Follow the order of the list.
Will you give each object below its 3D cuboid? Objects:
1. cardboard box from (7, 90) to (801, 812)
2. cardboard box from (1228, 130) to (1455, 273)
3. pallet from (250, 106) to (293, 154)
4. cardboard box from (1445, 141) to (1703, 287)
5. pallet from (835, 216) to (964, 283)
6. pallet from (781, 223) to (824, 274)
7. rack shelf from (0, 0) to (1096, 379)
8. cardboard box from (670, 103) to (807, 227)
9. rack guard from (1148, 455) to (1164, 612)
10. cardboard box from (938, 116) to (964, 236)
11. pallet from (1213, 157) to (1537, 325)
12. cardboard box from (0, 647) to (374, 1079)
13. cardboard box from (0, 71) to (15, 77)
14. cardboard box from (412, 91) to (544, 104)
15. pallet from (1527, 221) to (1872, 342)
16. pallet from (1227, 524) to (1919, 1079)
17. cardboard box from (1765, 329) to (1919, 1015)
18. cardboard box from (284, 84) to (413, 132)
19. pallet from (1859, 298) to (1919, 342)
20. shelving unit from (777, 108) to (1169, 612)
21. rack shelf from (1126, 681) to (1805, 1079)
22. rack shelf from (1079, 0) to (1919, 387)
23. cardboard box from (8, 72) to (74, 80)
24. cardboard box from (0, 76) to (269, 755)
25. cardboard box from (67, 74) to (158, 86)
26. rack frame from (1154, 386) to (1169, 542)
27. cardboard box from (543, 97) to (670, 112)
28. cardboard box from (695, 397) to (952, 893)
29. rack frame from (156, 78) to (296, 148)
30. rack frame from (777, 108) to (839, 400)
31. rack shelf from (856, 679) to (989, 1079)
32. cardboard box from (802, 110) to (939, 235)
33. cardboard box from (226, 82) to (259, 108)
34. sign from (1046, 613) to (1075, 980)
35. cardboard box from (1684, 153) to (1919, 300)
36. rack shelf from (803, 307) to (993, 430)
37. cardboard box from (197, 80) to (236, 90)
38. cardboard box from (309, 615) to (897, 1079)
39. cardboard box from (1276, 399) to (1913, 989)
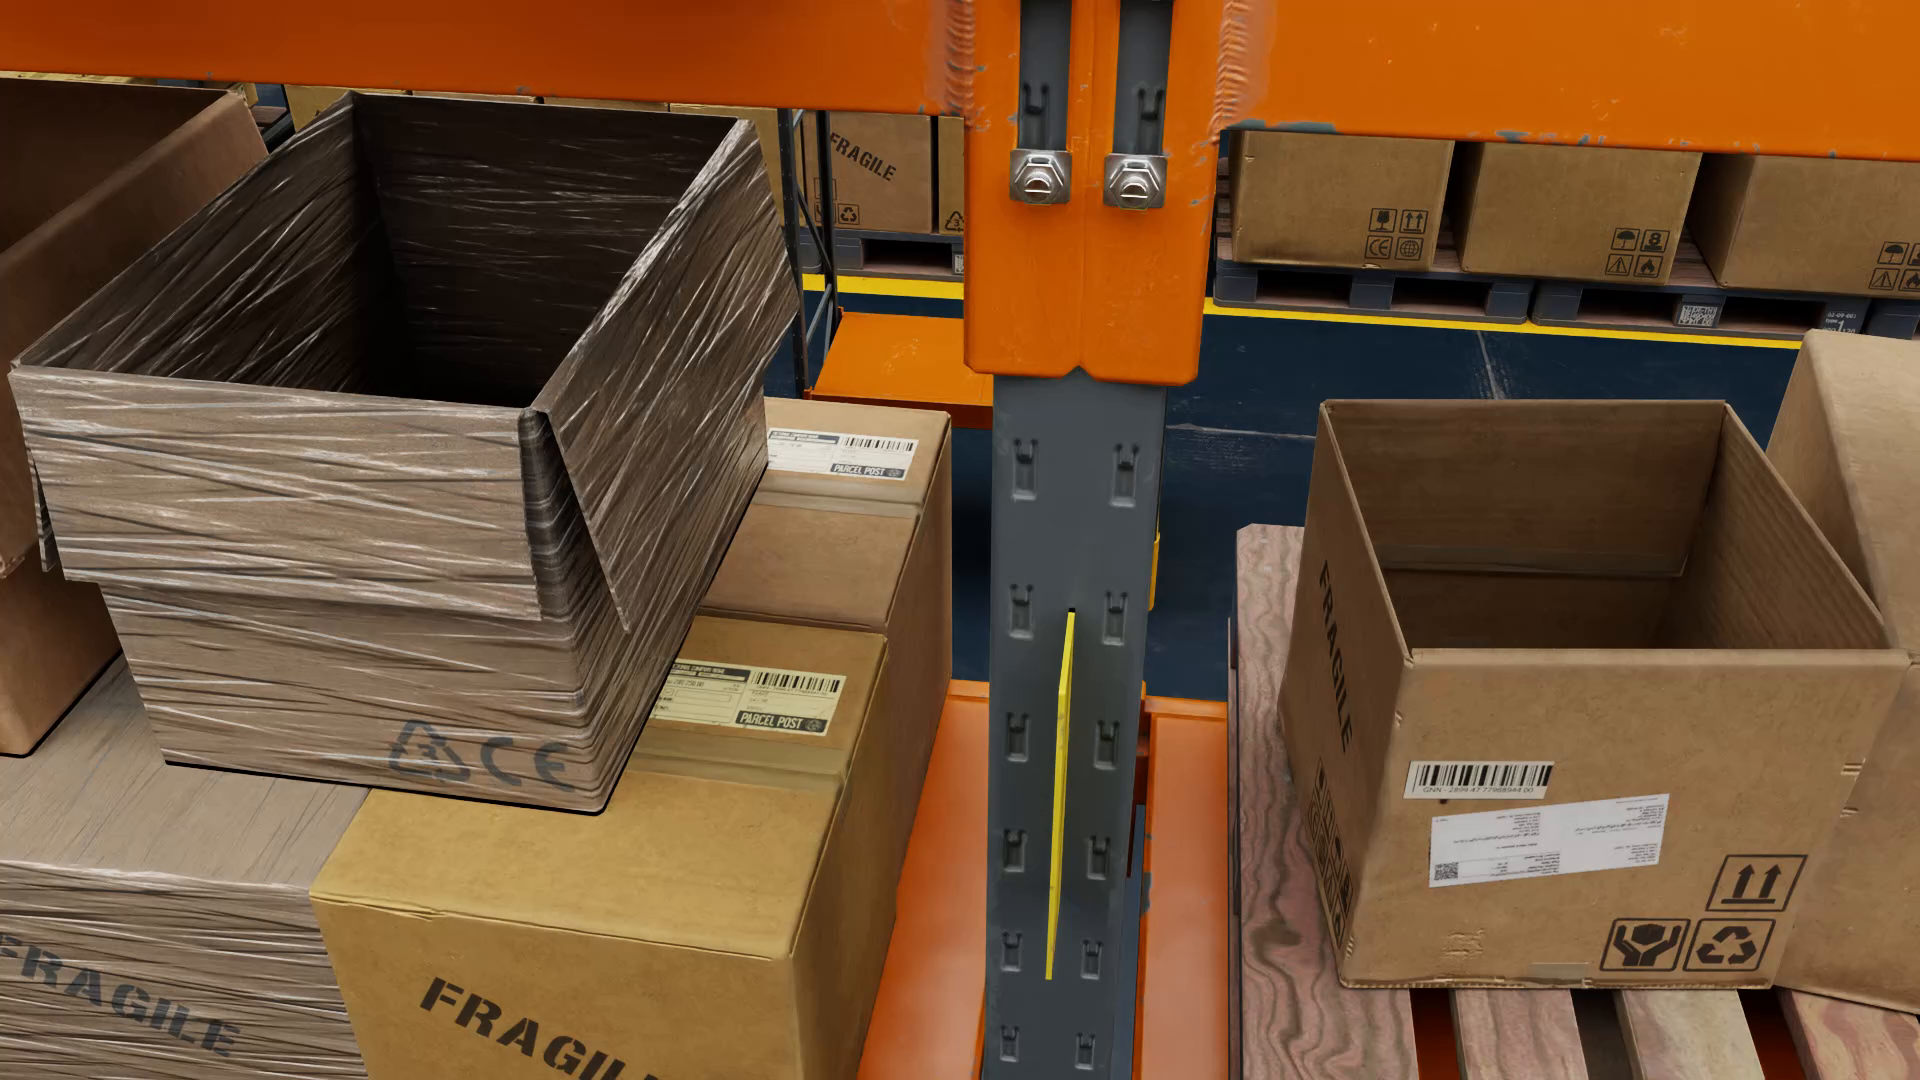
[{"bbox_3d":[-0.574,-0.145,1.921,0.637,0.503,0.797,5,36,8],"label":"cardboard box"},{"bbox_3d":[1.474,-1.641,6.542,0.750,0.750,1.050,4,36,5],"label":"cardboard box"},{"bbox_3d":[-3.757,-1.673,7.412,1.213,0.211,1.003,4,36,6],"label":"pallet"},{"bbox_3d":[2.342,-1.578,6.454,0.750,0.750,1.050,5,36,7],"label":"cardboard box"},{"bbox_3d":[0.107,-1.406,7.039,1.213,0.211,1.003,4,36,6],"label":"pallet"},{"bbox_3d":[-1.100,-1.498,7.167,1.213,0.211,1.003,4,36,6],"label":"pallet"},{"bbox_3d":[-1.834,-0.708,1.697,4.000,0.370,1.077,4,36,6],"label":"rack shelf"},{"bbox_3d":[-0.846,-1.604,6.706,0.500,0.500,0.500,3,36,4],"label":"cardboard box"},{"bbox_3d":[0.570,-0.059,5.118,0.087,0.250,0.587,4,36,6],"label":"rack guard"},{"bbox_3d":[0.195,-1.534,6.608,0.500,0.500,0.500,4,36,6],"label":"cardboard box"},{"bbox_3d":[1.654,-1.246,6.814,1.213,0.211,1.003,4,36,6],"label":"pallet"},{"bbox_3d":[-0.865,0.393,2.031,0.500,0.500,0.500,4,36,6],"label":"cardboard box"},{"bbox_3d":[-3.978,-1.918,6.936,0.250,0.149,0.380,4,36,6],"label":"cardboard box"},{"bbox_3d":[-1.862,-1.686,6.821,0.500,0.500,0.500,6,36,8],"label":"cardboard box"},{"bbox_3d":[2.860,-1.154,6.685,1.213,0.211,1.003,4,36,6],"label":"pallet"},{"bbox_3d":[0.870,0.437,2.220,1.003,0.211,1.213,4,36,6],"label":"pallet"},{"bbox_3d":[1.257,0.157,2.001,0.500,0.500,0.700,9,37,13],"label":"cardboard box"},{"bbox_3d":[-2.387,-1.724,6.874,0.500,0.500,0.500,6,36,8],"label":"cardboard box"},{"bbox_3d":[4.074,-1.065,6.561,1.213,0.211,1.003,4,36,6],"label":"pallet"},{"bbox_3d":[0.076,-0.605,4.806,1.083,1.500,0.587,4,36,6],"label":"shelving unit"},{"bbox_3d":[2.133,0.809,2.154,4.000,0.370,1.077,4,36,6],"label":"rack shelf"},{"bbox_3d":[2.133,-0.412,1.283,4.000,0.370,1.077,4,36,6],"label":"rack shelf"},{"bbox_3d":[-3.731,-1.904,6.916,0.250,0.149,0.380,5,36,7],"label":"cardboard box"},{"bbox_3d":[-1.220,-0.194,1.991,0.637,0.503,0.797,5,36,7],"label":"cardboard box"},{"bbox_3d":[-3.472,-1.908,6.921,0.250,0.149,0.380,5,36,7],"label":"cardboard box"},{"bbox_3d":[0.589,-0.567,4.753,0.032,1.500,0.500,4,36,6],"label":"rack frame"},{"bbox_3d":[-1.341,-1.655,6.778,0.500,0.500,0.500,5,36,7],"label":"cardboard box"},{"bbox_3d":[-0.298,0.134,2.393,0.500,0.500,0.500,5,36,7],"label":"cardboard box"},{"bbox_3d":[-3.086,-2.778,6.561,0.127,3.000,1.000,4,36,6],"label":"rack frame"},{"bbox_3d":[-0.420,-0.642,4.858,0.032,1.500,0.500,4,36,6],"label":"rack frame"},{"bbox_3d":[-1.834,0.513,2.569,4.000,0.370,1.077,4,36,6],"label":"rack shelf"},{"bbox_3d":[-0.319,-1.575,6.664,0.500,0.500,0.500,6,36,8],"label":"cardboard box"},{"bbox_3d":[-3.406,-2.001,7.564,0.250,0.149,0.380,3,36,4],"label":"cardboard box"},{"bbox_3d":[0.082,0.217,1.368,0.005,0.325,0.100,4,36,6],"label":"sign"},{"bbox_3d":[3.265,-1.509,6.358,0.750,0.750,1.050,4,36,6],"label":"cardboard box"},{"bbox_3d":[0.085,-0.458,4.910,1.000,0.185,0.538,4,36,6],"label":"rack shelf"},{"bbox_3d":[-3.405,-2.121,7.477,0.250,0.149,0.380,6,36,8],"label":"cardboard box"},{"bbox_3d":[-0.372,0.433,1.975,0.500,0.500,0.500,5,36,7],"label":"cardboard box"},{"bbox_3d":[0.690,0.173,1.978,0.500,0.500,0.500,0,36,0],"label":"cardboard box"}]
